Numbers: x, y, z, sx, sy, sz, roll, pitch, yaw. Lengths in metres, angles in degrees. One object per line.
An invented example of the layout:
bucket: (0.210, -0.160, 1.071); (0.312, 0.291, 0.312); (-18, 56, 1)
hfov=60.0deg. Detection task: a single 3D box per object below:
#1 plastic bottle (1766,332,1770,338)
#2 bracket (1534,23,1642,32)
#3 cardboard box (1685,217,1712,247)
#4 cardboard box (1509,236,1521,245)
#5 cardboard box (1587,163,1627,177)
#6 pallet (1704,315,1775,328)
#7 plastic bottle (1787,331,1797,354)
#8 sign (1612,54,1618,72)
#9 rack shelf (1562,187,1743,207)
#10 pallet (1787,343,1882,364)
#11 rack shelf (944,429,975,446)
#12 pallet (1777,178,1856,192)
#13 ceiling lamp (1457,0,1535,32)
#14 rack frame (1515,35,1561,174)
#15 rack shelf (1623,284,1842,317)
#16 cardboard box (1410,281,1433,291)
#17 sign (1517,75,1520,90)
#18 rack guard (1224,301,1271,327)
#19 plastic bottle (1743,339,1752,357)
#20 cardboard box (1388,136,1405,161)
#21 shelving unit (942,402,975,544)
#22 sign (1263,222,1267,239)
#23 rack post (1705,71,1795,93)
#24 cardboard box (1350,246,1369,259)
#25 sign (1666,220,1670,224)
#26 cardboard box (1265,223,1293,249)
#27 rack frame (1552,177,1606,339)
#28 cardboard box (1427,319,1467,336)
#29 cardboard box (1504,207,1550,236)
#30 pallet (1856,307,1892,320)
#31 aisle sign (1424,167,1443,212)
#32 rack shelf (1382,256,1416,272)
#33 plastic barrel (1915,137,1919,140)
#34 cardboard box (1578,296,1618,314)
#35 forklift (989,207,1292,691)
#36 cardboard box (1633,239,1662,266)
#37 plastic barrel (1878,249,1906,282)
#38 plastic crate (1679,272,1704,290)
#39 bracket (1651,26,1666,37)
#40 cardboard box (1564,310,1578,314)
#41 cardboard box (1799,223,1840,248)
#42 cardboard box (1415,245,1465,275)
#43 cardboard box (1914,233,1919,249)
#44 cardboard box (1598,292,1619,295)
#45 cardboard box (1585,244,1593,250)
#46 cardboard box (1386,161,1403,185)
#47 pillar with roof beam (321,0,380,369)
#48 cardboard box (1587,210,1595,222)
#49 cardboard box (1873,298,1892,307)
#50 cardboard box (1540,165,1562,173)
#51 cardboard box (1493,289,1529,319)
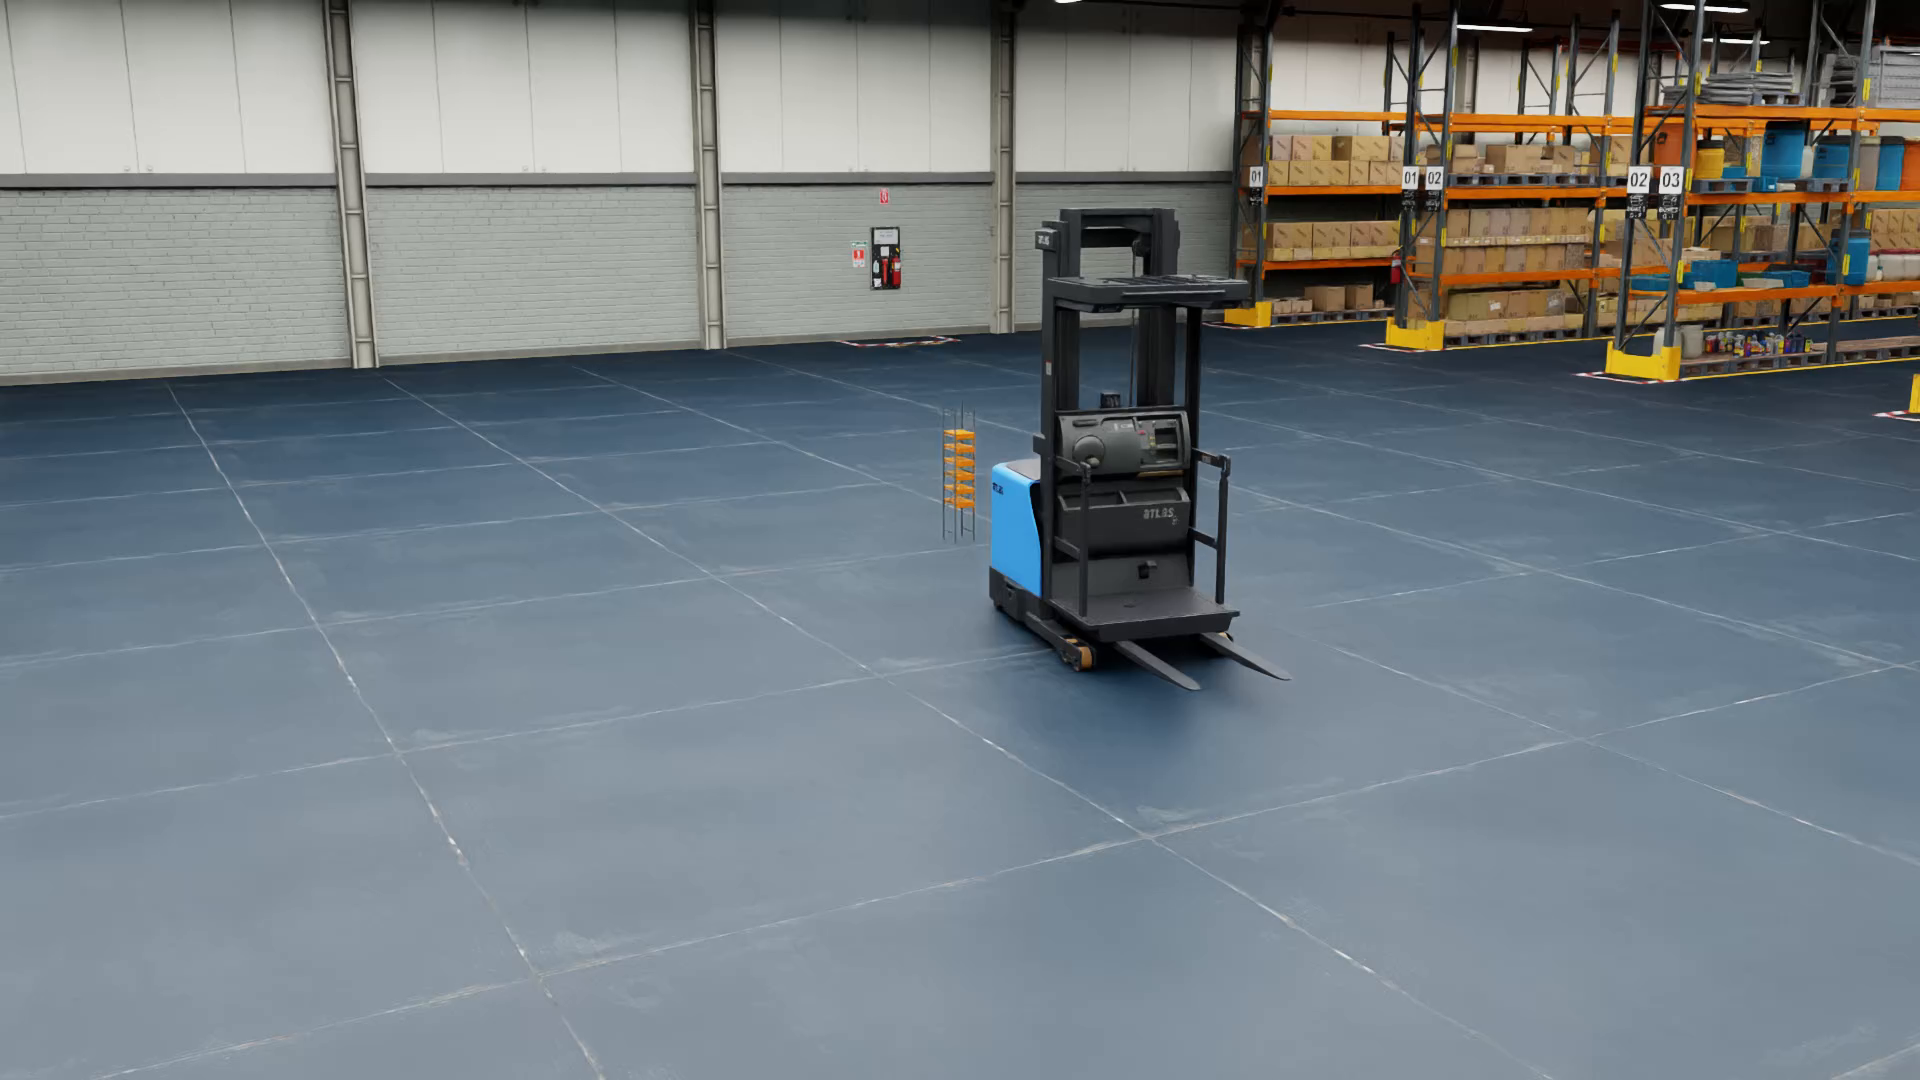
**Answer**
plastic bottle: (13.442, -3.328, 27.748); (0.133, 0.283, 0.061); (-7, 14, -28)
bracket: (14.155, -11.736, 38.064); (4.783, 0.066, 0.076); (-7, 14, -28)
cardboard box: (17.553, -7.474, 40.304); (0.700, 0.700, 0.980); (-7, 15, -29)
cardboard box: (10.067, -5.508, 30.545); (0.250, 0.149, 0.380); (-7, 14, -27)
cardboard box: (12.326, -7.060, 31.702); (0.500, 0.250, 0.500); (-5, 14, -22)
pallet: (15.965, -4.534, 34.273); (1.213, 0.211, 1.003); (-7, 14, -28)
plastic bottle: (13.555, -3.226, 27.142); (0.185, 0.351, 0.144); (-8, 15, -31)
sign: (12.025, -8.752, 30.515); (0.005, 0.325, 0.100); (-7, 14, -28)
rack shelf: (13.536, -6.725, 32.465); (4.000, 0.370, 1.077); (-7, 14, -28)
pallet: (14.821, -3.177, 28.244); (1.213, 0.211, 1.003); (-7, 14, -28)
rack shelf: (-0.013, -0.892, 14.401); (0.180, 0.103, 0.258); (-7, 14, -28)
pallet: (13.564, -5.724, 26.808); (1.003, 0.211, 1.213); (-7, 14, -28)
ceiling lamp: (10.630, -11.576, 32.256); (2.000, 3.185, 0.800); (-7, 14, -28)
rack frame: (12.915, -9.704, 37.232); (0.127, 3.000, 1.000); (-7, 14, -28)
rack shelf: (12.395, -3.886, 26.681); (4.000, 0.370, 1.077); (-7, 14, -28)
cardboard box: (10.042, -5.432, 36.605); (0.500, 0.500, 0.700); (-6, 14, -26)
sign: (12.646, -10.343, 37.586); (0.005, 0.325, 0.100); (-7, 14, -28)
rack guard: (5.960, -4.724, 34.461); (0.348, 0.500, 1.175); (-7, 14, -28)
plastic bottle: (12.588, -3.067, 26.588); (0.133, 0.283, 0.061); (-7, 14, -27)
cardboard box: (9.094, -8.261, 35.102); (0.500, 0.500, 0.500); (-8, 15, -33)
shelving unit: (-0.013, -0.584, 14.471); (0.189, 1.200, 0.258); (-7, 14, -28)
sign: (6.153, -6.253, 33.591); (0.005, 0.325, 0.100); (-7, 14, -28)
rack post: (12.325, -7.126, 25.950); (0.954, 0.300, 0.937); (-7, 15, -29)
cardboard box: (8.258, -6.078, 35.080); (0.500, 0.250, 0.500); (-7, 14, -28)
sign: (16.694, -7.621, 39.182); (0.005, 0.325, 0.100); (-7, 14, -28)
cardboard box: (6.456, -6.230, 34.049); (0.500, 0.500, 0.500); (-7, 14, -28)
rack frame: (11.781, -5.402, 31.781); (0.127, 3.000, 1.000); (-7, 14, -28)
cardboard box: (8.847, -3.858, 30.227); (0.500, 0.250, 0.500); (-7, 14, -28)
cardboard box: (10.511, -5.930, 30.944); (0.500, 0.500, 0.700); (-7, 14, -28)
pallet: (19.406, -4.955, 36.147); (1.213, 0.211, 1.003); (-7, 14, -28)
aisle sign: (8.359, -6.183, 29.332); (0.004, 0.787, 0.394); (-7, 14, -28)
rack shelf: (11.159, -6.216, 37.035); (4.000, 0.370, 1.077); (-7, 14, -28)
plastic barrel: (16.837, -6.531, 28.825); (0.600, 0.901, 0.600); (0, 13, 0)
cardboard box: (12.263, -4.534, 31.955); (0.500, 0.311, 0.500); (-7, 14, -28)
forklift: (1.177, -0.676, 10.937); (1.130, 2.935, 3.031); (-4, 13, -18)
cardboard box: (13.365, -5.637, 32.595); (0.500, 0.500, 0.500); (-7, 14, -28)
plastic barrel: (15.740, -4.649, 28.125); (0.433, 0.535, 0.433); (0, 13, 0)
plastic crate: (11.508, -4.131, 26.473); (0.408, 0.251, 0.499); (-7, 14, -28)
bracket: (16.431, -12.009, 39.277); (0.430, 0.232, 0.235); (-7, 14, -28)
cardboard box: (12.006, -4.365, 32.479); (0.500, 0.250, 0.500); (-7, 14, -28)
cardboard box: (18.280, -6.490, 35.433); (0.700, 0.500, 0.500); (11, 17, 41)
cardboard box: (8.686, -5.077, 30.107); (0.500, 0.500, 0.700); (-7, 14, -28)
cardboard box: (20.714, -6.454, 36.227); (0.500, 0.500, 0.500); (-7, 14, -29)
cardboard box: (12.892, -4.745, 32.890); (0.500, 0.311, 0.500); (-7, 14, -28)
cardboard box: (14.431, -6.795, 38.497); (0.250, 0.149, 0.380); (-7, 14, -27)
cardboard box: (9.077, -7.777, 35.229); (0.500, 0.500, 0.500); (-6, 14, -26)
pillar with roof beam: (-7.644, -6.379, 22.460); (0.400, 9.000, 9.100); (-7, 14, -28)
cardboard box: (14.345, -7.455, 38.243); (0.500, 0.250, 0.500); (-7, 14, -27)
cardboard box: (20.029, -5.171, 36.207); (0.250, 0.166, 0.380); (-7, 14, -28)
cardboard box: (10.853, -6.836, 30.619); (0.250, 0.149, 0.380); (-7, 14, -28)
cardboard box: (10.165, -4.381, 30.843); (0.500, 0.500, 0.500); (-7, 14, -28)
